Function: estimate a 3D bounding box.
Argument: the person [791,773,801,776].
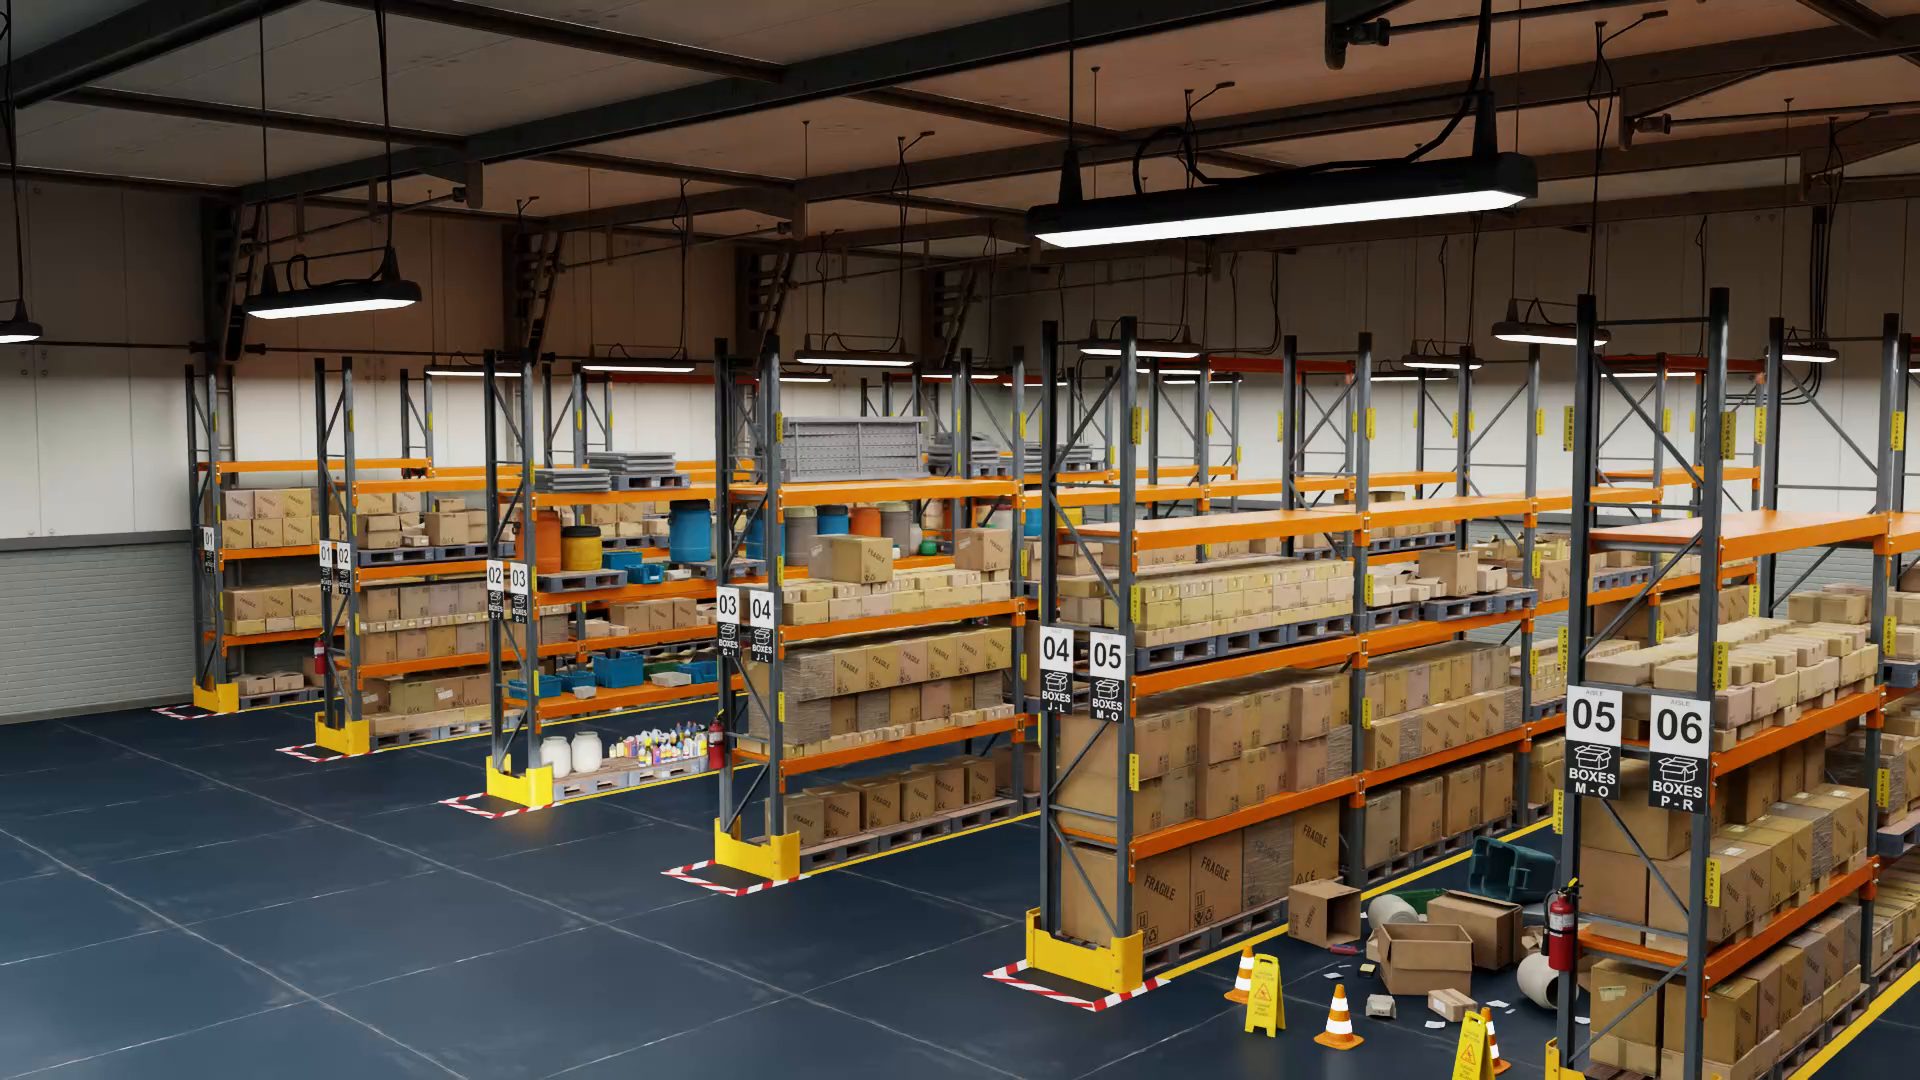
[{"bbox_3d":[-2.126,2.518,23.881,0.486,1.634,0.748,1,4,7],"label":"person"}]
